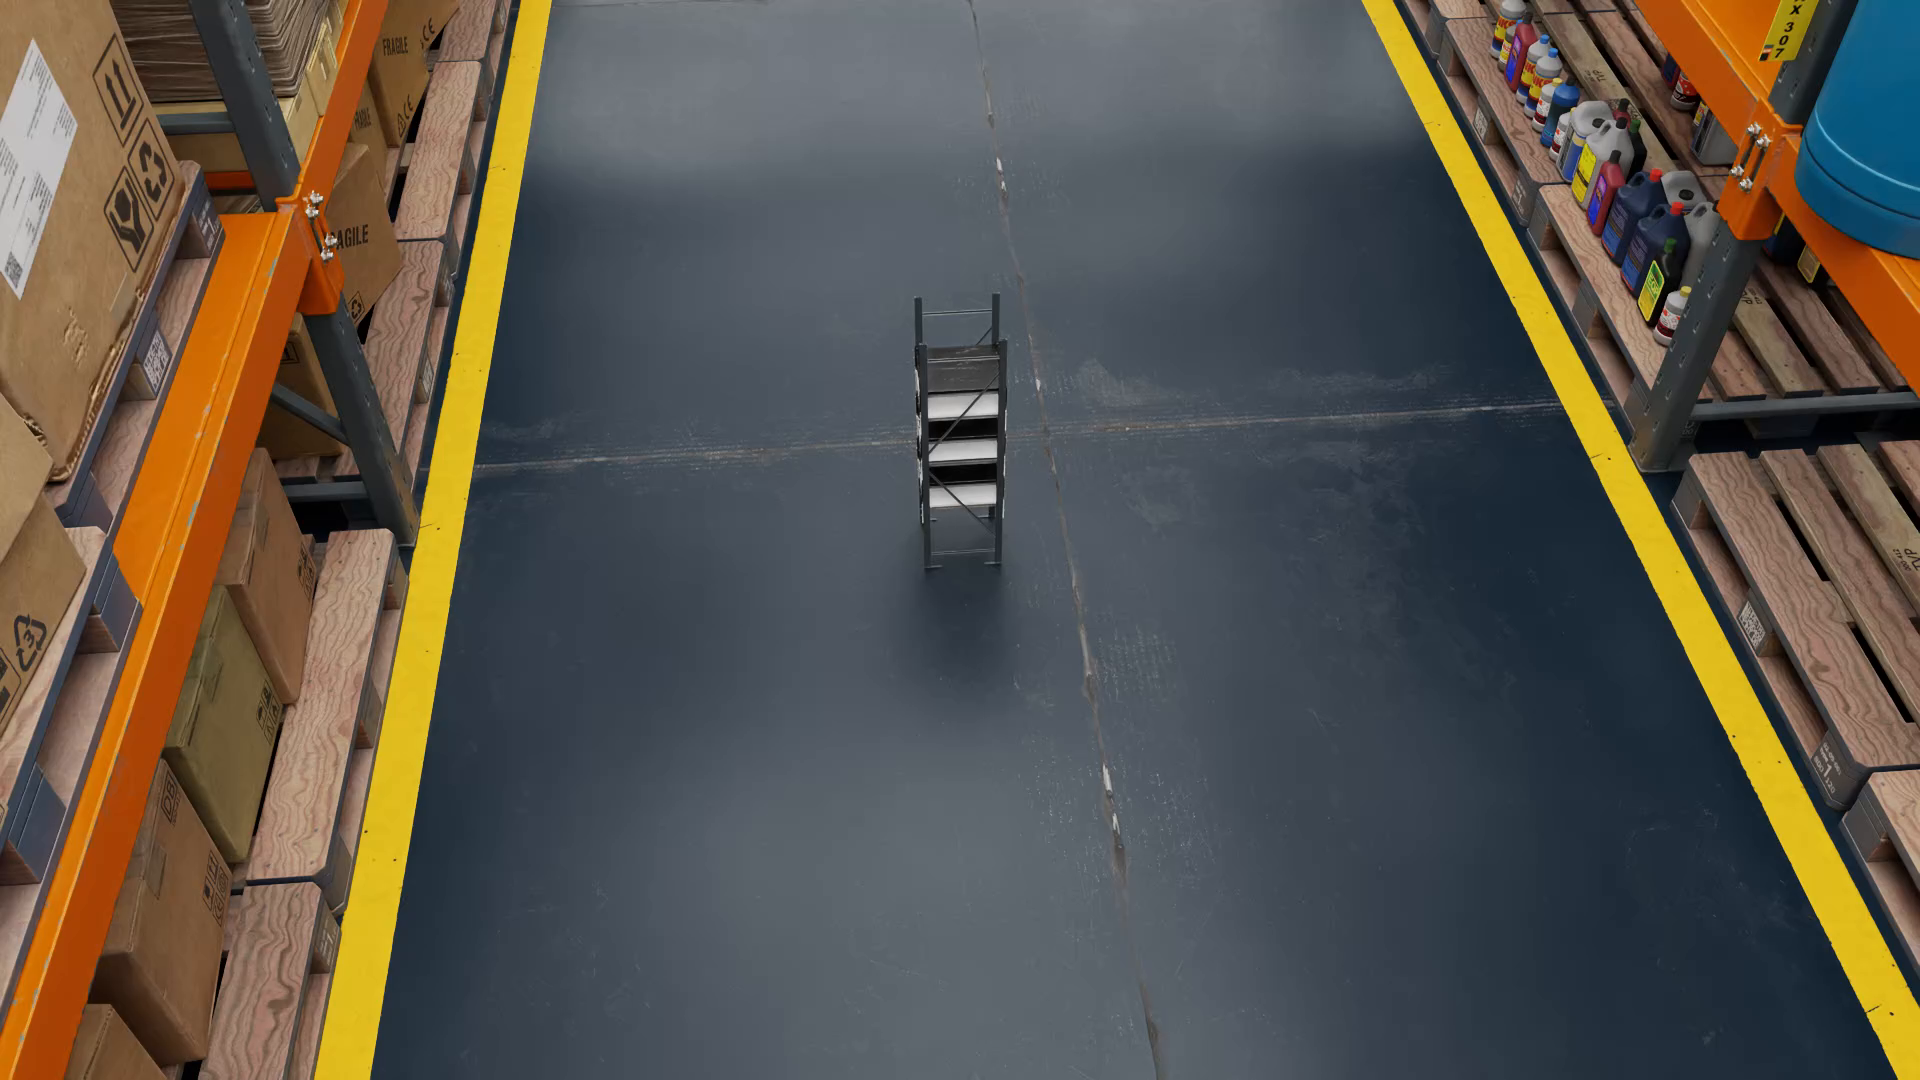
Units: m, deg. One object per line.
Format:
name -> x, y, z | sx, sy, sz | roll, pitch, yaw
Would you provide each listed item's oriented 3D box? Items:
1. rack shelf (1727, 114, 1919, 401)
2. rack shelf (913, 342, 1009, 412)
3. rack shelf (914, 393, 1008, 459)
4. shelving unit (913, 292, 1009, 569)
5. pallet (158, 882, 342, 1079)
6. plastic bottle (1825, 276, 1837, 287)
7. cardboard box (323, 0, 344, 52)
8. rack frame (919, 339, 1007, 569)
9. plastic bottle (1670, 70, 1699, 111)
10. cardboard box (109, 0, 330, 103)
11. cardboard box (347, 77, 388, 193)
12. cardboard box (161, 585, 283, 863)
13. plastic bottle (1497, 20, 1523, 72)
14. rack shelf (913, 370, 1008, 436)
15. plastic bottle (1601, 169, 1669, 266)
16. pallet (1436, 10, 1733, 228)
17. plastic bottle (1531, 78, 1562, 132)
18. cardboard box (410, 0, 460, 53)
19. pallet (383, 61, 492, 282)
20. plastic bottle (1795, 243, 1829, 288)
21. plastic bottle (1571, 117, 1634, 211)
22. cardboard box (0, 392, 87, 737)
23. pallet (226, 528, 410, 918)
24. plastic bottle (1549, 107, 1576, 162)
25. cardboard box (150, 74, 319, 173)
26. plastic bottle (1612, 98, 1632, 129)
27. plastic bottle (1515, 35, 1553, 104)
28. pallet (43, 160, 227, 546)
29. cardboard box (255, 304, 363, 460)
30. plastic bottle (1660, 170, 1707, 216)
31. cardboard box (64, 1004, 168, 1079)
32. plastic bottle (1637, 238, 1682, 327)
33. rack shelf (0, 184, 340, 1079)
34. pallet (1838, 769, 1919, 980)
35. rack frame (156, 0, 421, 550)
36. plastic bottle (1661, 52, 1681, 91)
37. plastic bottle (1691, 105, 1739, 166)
rack shelf -> 2.889, 0.375, 3.324 | 1.077, 0.370, 4.000 | -3, 47, -3
rack shelf -> 0.001, -0.466, 4.746 | 0.258, 0.077, 0.200 | -3, 47, -3
rack shelf -> 0.001, -0.343, 4.877 | 0.258, 0.077, 0.200 | -3, 47, -3
shelving unit -> 0.001, -0.304, 4.918 | 0.258, 0.900, 0.210 | -3, 47, -3
pallet -> -2.042, 1.389, 3.789 | 1.003, 0.211, 1.213 | -3, 47, -3
plastic bottle -> 3.078, -1.023, 5.726 | 0.152, 0.276, 0.135 | -2, 47, -2
cardboard box -> -1.988, -1.466, 4.746 | 0.380, 0.149, 0.250 | -3, 47, -3
rack frame -> 0.009, -0.230, 4.848 | 0.240, 0.900, 0.006 | -3, 47, -3
plastic bottle -> 2.860, -1.795, 6.508 | 0.097, 0.201, 0.097 | 0, 47, 0
cardboard box -> -2.190, -1.484, 4.316 | 0.875, 0.500, 0.500 | -3, 47, -3
cardboard box -> -2.393, -1.453, 5.993 | 0.500, 0.500, 0.500 | -7, 47, -7
cardboard box -> -2.163, 0.482, 4.146 | 0.700, 0.500, 0.500 | -4, 47, -4
plastic bottle -> 2.237, -1.996, 6.699 | 0.097, 0.201, 0.097 | 0, 47, 0
rack shelf -> 0.001, -0.404, 4.811 | 0.258, 0.077, 0.200 | -3, 47, -3
plastic bottle -> 2.365, -1.147, 5.792 | 0.144, 0.351, 0.185 | -6, 47, -5
pallet -> 2.602, -1.733, 6.746 | 1.003, 0.211, 1.213 | -3, 47, -3
plastic bottle -> 2.274, -1.679, 6.399 | 0.097, 0.201, 0.097 | 0, 47, 0
cardboard box -> -2.429, -2.314, 6.808 | 0.500, 0.500, 0.500 | 8, 47, 7
pallet -> -2.410, -1.428, 6.457 | 1.003, 0.211, 1.213 | -3, 47, -3
plastic bottle -> 2.972, -1.019, 5.717 | 0.061, 0.283, 0.133 | -3, 47, -3
plastic bottle -> 2.338, -1.380, 6.013 | 0.144, 0.351, 0.185 | -4, 47, -4
cardboard box -> -1.977, 0.051, 2.776 | 0.797, 0.503, 0.637 | 1, 47, 1
pallet -> -2.147, 0.504, 4.627 | 1.003, 0.211, 1.213 | -3, 47, -3
plastic bottle -> 2.291, -1.531, 6.258 | 0.097, 0.201, 0.097 | 0, 47, 0
cardboard box -> -1.932, -1.105, 4.404 | 0.380, 0.149, 0.250 | -3, 47, -3
plastic bottle -> 2.434, -1.482, 6.155 | 0.061, 0.283, 0.133 | -3, 47, -3
plastic bottle -> 2.257, -1.847, 6.510 | 0.097, 0.271, 0.097 | 0, 47, 0
pallet -> -2.295, -0.390, 3.686 | 1.003, 0.211, 1.213 | -3, 47, -3
cardboard box -> -2.207, -0.595, 5.180 | 0.500, 0.500, 0.500 | -5, 47, -5
plastic bottle -> 2.510, -1.148, 5.844 | 0.152, 0.276, 0.135 | -3, 47, -3
cardboard box -> -2.068, 1.290, 3.380 | 0.700, 0.500, 0.500 | 0, 47, 0
plastic bottle -> 2.353, -0.864, 5.570 | 0.061, 0.283, 0.133 | -1, 47, -1
rack shelf -> -2.046, 0.676, 3.039 | 1.077, 0.370, 4.000 | -3, 47, -3
pallet -> 2.932, 1.090, 4.072 | 1.003, 0.211, 1.213 | -3, 47, -3
rack frame -> -2.214, -1.018, 4.148 | 1.000, 3.000, 0.127 | -3, 47, -3
plastic bottle -> 2.865, -1.937, 6.587 | 0.061, 0.283, 0.133 | -3, 47, -3
plastic bottle -> 2.871, -1.560, 6.234 | 0.152, 0.276, 0.135 | -3, 47, -3
